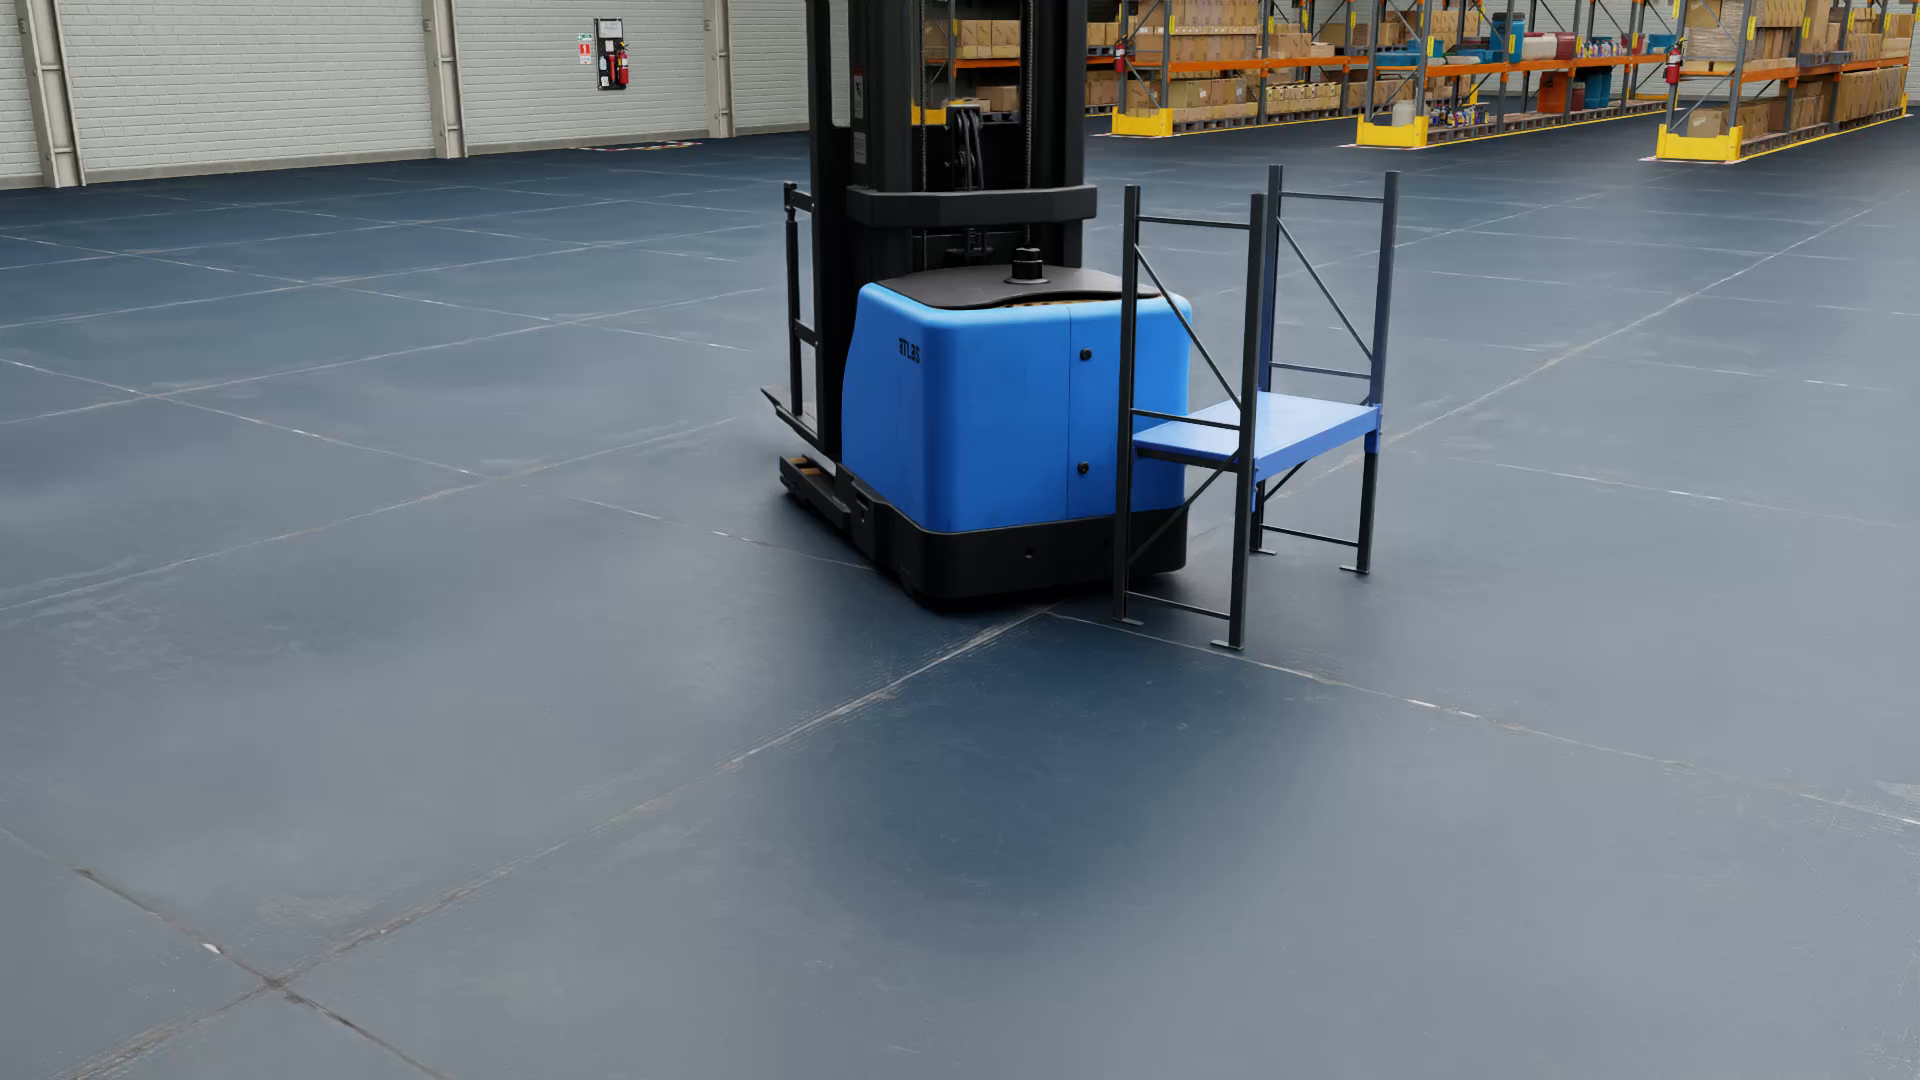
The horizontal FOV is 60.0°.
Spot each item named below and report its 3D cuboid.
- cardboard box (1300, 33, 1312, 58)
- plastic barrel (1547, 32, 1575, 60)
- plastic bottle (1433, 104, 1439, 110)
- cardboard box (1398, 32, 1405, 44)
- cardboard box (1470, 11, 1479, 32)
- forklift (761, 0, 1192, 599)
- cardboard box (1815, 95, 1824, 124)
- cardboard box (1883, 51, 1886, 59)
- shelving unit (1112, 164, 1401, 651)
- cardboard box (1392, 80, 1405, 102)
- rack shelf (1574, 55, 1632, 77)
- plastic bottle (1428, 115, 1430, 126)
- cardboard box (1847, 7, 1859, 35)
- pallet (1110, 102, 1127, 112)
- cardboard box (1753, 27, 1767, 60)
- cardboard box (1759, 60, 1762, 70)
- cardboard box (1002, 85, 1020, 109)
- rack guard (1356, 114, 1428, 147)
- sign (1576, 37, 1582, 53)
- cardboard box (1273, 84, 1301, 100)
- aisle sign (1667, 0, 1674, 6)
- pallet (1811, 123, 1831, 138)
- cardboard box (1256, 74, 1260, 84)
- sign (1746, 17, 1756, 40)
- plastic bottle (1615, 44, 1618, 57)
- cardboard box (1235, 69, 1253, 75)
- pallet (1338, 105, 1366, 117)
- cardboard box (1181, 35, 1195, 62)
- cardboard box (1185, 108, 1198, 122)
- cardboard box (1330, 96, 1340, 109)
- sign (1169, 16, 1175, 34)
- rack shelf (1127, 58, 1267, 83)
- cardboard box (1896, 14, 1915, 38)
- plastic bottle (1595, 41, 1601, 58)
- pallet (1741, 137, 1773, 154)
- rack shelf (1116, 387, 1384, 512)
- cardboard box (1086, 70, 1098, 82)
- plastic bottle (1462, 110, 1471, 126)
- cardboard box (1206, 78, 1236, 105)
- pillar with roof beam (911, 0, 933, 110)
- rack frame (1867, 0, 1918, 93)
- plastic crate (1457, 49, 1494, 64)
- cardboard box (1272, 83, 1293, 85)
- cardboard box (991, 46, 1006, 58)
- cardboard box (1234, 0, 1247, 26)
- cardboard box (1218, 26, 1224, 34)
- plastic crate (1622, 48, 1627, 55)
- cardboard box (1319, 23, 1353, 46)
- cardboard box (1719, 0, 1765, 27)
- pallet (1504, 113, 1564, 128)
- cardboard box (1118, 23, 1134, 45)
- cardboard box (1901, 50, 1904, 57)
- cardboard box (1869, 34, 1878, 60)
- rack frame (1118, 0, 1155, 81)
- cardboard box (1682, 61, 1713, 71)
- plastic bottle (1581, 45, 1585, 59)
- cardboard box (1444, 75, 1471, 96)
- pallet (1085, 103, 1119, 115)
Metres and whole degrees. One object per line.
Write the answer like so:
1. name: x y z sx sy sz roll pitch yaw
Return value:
1. cardboard box: 7.224 -10.642 35.786 0.500 0.500 0.500 11 20 32
2. plastic barrel: 12.154 -10.021 33.727 0.600 0.536 0.708 12 21 35
3. plastic bottle: 8.877 -7.949 31.007 0.144 0.351 0.185 11 21 32
4. cardboard box: 10.686 -12.161 40.679 0.500 0.500 0.500 13 21 36
5. cardboard box: 12.933 -13.273 42.572 0.500 0.500 0.500 12 21 34
6. forklift: -0.158 -1.589 6.917 1.130 2.935 3.031 -7 18 -20
7. cardboard box: 15.782 -8.098 31.237 0.700 0.500 0.500 11 20 32
8. cardboard box: 19.148 -10.152 34.801 0.380 0.149 0.250 12 21 33
9. shelving unit: 1.049 -0.513 5.868 0.538 1.500 1.048 13 21 35
10. cardboard box: 10.229 -10.681 39.554 0.500 0.500 0.500 13 21 35
11. rack shelf: 13.379 -10.253 35.916 1.077 0.370 4.000 12 21 35
12. plastic bottle: 8.529 -7.674 30.375 0.097 0.201 0.097 0 17 0
13. cardboard box: 17.004 -10.098 32.343 0.797 0.503 0.637 13 21 36
14. pallet: 3.764 -10.353 39.728 1.003 0.211 1.213 12 21 35
15. cardboard box: 12.282 -7.907 26.479 0.875 0.500 0.500 12 21 35
16. cardboard box: 12.499 -7.544 26.404 0.380 0.149 0.250 12 21 35
17. cardboard box: 1.261 -9.680 36.332 0.500 0.500 0.500 11 20 31
18. rack guard: 7.428 -7.048 28.595 1.175 0.500 0.348 12 21 35
19. sign: 12.633 -10.103 33.944 0.100 0.325 0.005 12 21 35
20. cardboard box: 6.884 -9.495 35.245 0.500 0.311 0.500 12 21 33
21. aisle sign: 17.232 -13.233 39.914 0.394 0.787 0.004 12 21 35
22. pallet: 15.698 -7.728 31.272 1.003 0.211 1.213 12 21 35
23. cardboard box: 7.751 -12.231 44.580 0.700 0.500 0.500 13 21 36
24. sign: 11.834 -7.657 24.884 0.100 0.325 0.005 12 21 35
25. plastic bottle: 14.377 -10.776 36.595 0.152 0.276 0.135 12 21 35
26. cardboard box: 7.492 -12.350 43.867 0.380 0.149 0.250 13 22 37
27. pallet: 8.686 -9.836 38.062 1.003 0.211 1.213 12 21 35
28. cardboard box: 4.042 -9.374 31.703 0.700 0.500 0.500 13 22 36
29. cardboard box: 4.238 -8.187 31.977 0.500 0.250 0.500 12 21 35
30. cardboard box: 8.094 -9.716 36.900 0.500 0.250 0.500 13 21 36
31. sign: 3.887 -9.443 30.501 0.100 0.325 0.005 12 21 35
32. rack shelf: 4.636 -9.224 32.602 1.077 0.370 4.000 12 21 35
33. cardboard box: 20.852 -11.417 36.937 0.500 0.500 0.500 13 21 35
34. plastic bottle: 13.629 -10.510 35.615 0.144 0.351 0.185 12 21 35
35. pallet: 12.683 -6.503 27.328 1.003 0.211 1.213 12 21 35
36. rack shelf: 1.049 -0.342 5.921 0.538 0.185 1.000 13 21 35
37. cardboard box: 2.839 -10.701 38.354 0.500 0.250 0.500 12 21 33
38. plastic bottle: 9.245 -7.712 30.371 0.152 0.276 0.135 13 21 36
39. cardboard box: 5.125 -8.904 33.021 0.500 0.500 0.500 12 21 35
40. pillar with roof beam: 2.644 -12.390 31.467 9.100 9.000 0.400 12 21 35
41. rack frame: 20.931 -11.151 37.593 1.000 3.000 0.127 12 21 35
42. plastic crate: 9.362 -8.785 30.226 0.499 0.251 0.616 12 21 35
43. cardboard box: 7.051 -9.831 36.327 0.500 0.311 0.500 12 21 33
44. cardboard box: 0.616 -10.210 34.784 0.500 0.250 0.500 12 21 34
45. cardboard box: 5.268 -10.484 33.090 0.700 0.500 0.500 12 21 35
46. cardboard box: 4.924 -9.933 32.409 0.380 0.149 0.250 13 22 36
47. plastic crate: 14.962 -11.061 37.649 0.396 0.136 0.243 12 21 35
48. cardboard box: 8.496 -11.415 37.567 0.700 0.500 0.500 5 18 16
49. cardboard box: 11.945 -8.090 25.381 0.500 0.500 0.500 12 21 35
50. pallet: 11.694 -8.611 34.117 1.003 0.211 1.213 12 21 35
51. cardboard box: 3.647 -11.877 39.023 0.700 0.500 0.500 10 20 30
52. cardboard box: 20.530 -10.706 36.586 0.380 0.149 0.250 13 21 36
53. cardboard box: 18.188 -9.969 33.621 0.500 0.500 0.500 13 22 36
54. rack frame: 4.231 -11.871 39.913 1.000 3.000 0.127 12 21 35
55. cardboard box: 11.402 -7.324 25.695 0.380 0.149 0.250 12 21 35
56. plastic bottle: 12.980 -10.217 34.797 0.152 0.276 0.135 12 21 35
57. cardboard box: 12.852 -11.745 42.981 0.500 0.500 0.500 12 21 35
58. pallet: 3.036 -10.064 38.796 1.003 0.211 1.213 12 21 35
